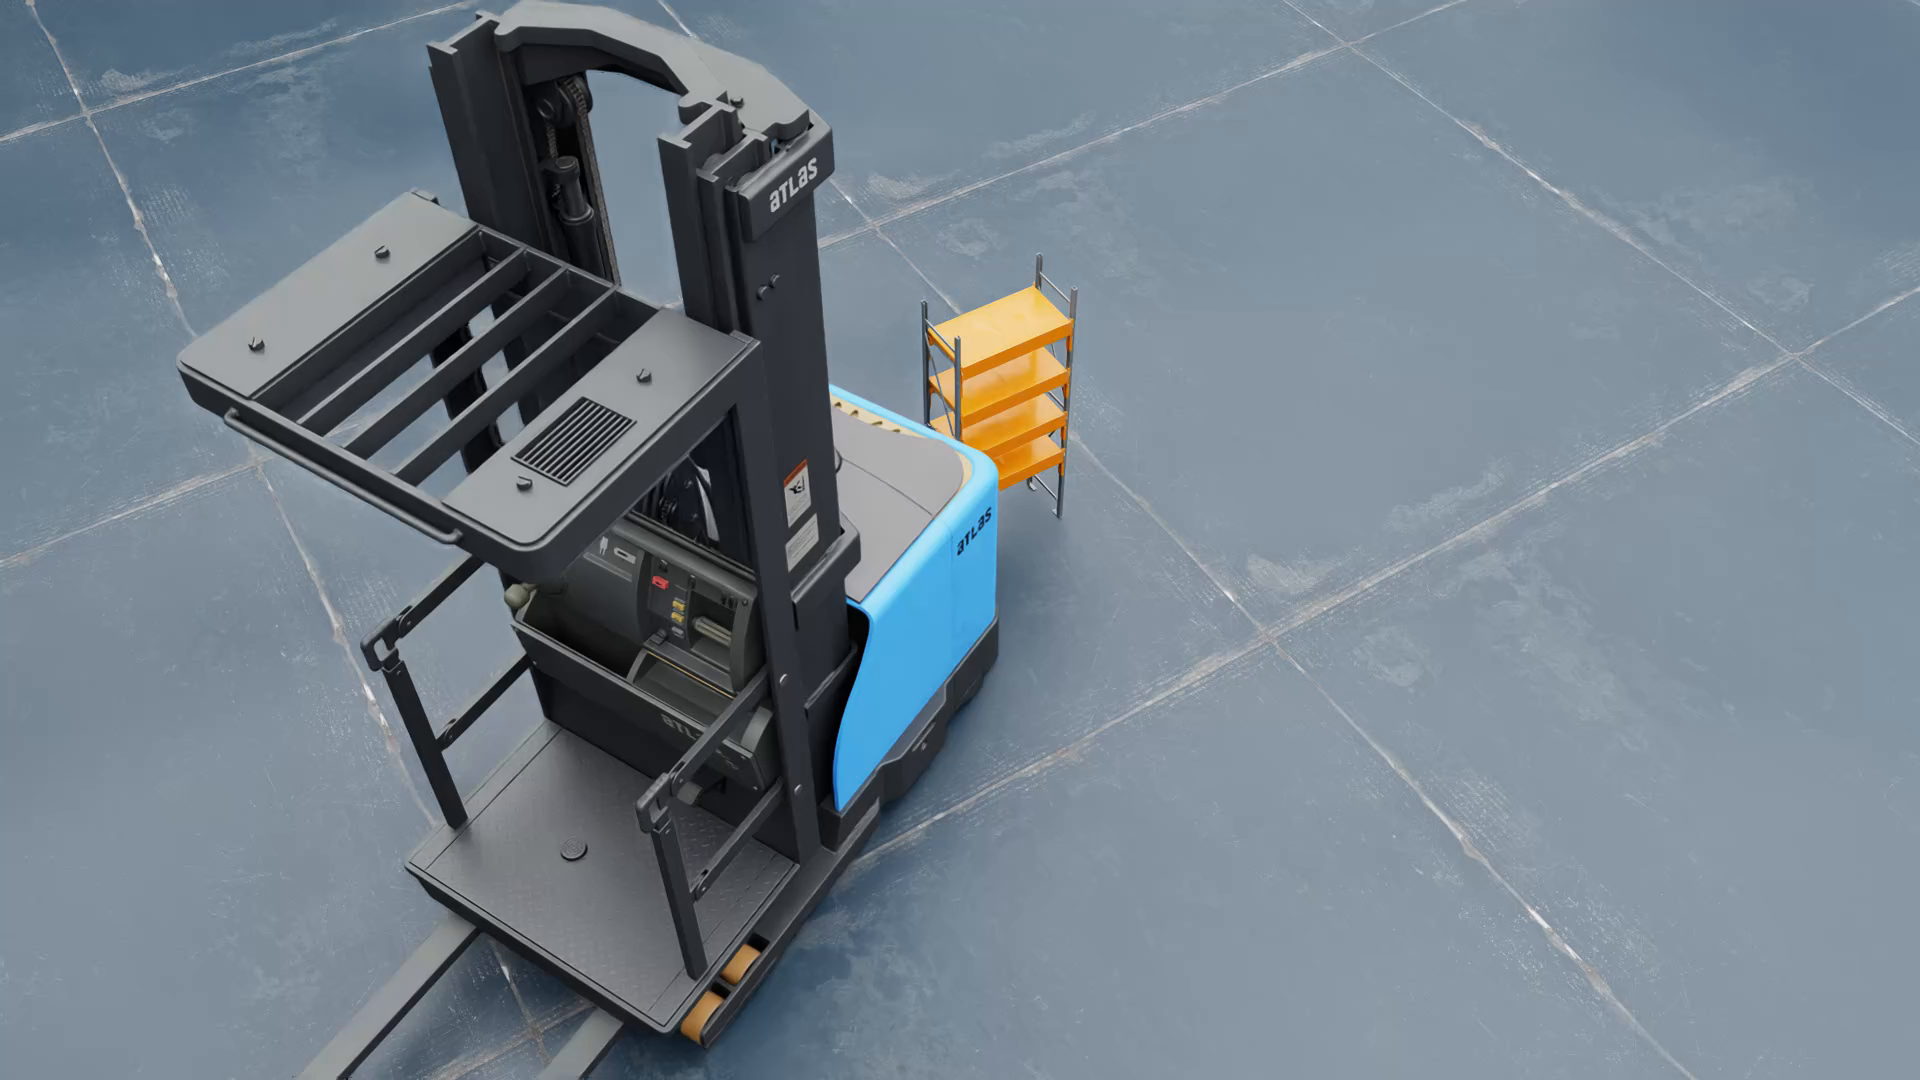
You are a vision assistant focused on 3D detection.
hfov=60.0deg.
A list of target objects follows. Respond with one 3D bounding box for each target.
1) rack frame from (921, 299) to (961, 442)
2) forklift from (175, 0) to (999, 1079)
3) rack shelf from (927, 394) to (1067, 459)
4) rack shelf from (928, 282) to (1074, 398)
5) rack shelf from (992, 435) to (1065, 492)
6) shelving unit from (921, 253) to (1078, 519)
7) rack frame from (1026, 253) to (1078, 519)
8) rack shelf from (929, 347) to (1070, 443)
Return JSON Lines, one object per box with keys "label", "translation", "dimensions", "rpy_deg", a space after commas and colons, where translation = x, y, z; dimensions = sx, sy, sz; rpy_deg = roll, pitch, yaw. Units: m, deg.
{"label": "rack frame", "translation": [-0.066, -0.368, 6.219], "dimensions": [0.015, 1.200, 0.240], "rpy_deg": [-25, 53, -21]}
{"label": "forklift", "translation": [-1.071, 0.210, 4.546], "dimensions": [1.130, 2.935, 3.031], "rpy_deg": [25, 53, 21]}
{"label": "rack shelf", "translation": [0.140, -0.420, 6.356], "dimensions": [0.480, 0.148, 0.258], "rpy_deg": [-25, 53, -21]}
{"label": "rack shelf", "translation": [0.140, -0.726, 6.013], "dimensions": [0.480, 0.148, 0.258], "rpy_deg": [-25, 53, -21]}
{"label": "rack shelf", "translation": [0.140, -0.288, 6.504], "dimensions": [0.480, 0.148, 0.258], "rpy_deg": [-25, 53, -21]}
{"label": "shelving unit", "translation": [0.140, -0.465, 6.306], "dimensions": [0.503, 1.200, 0.258], "rpy_deg": [-25, 53, -21]}
{"label": "rack frame", "translation": [0.346, -0.562, 6.393], "dimensions": [0.015, 1.200, 0.240], "rpy_deg": [-25, 53, -21]}
{"label": "rack shelf", "translation": [0.140, -0.569, 6.189], "dimensions": [0.480, 0.148, 0.258], "rpy_deg": [-25, 53, -21]}
